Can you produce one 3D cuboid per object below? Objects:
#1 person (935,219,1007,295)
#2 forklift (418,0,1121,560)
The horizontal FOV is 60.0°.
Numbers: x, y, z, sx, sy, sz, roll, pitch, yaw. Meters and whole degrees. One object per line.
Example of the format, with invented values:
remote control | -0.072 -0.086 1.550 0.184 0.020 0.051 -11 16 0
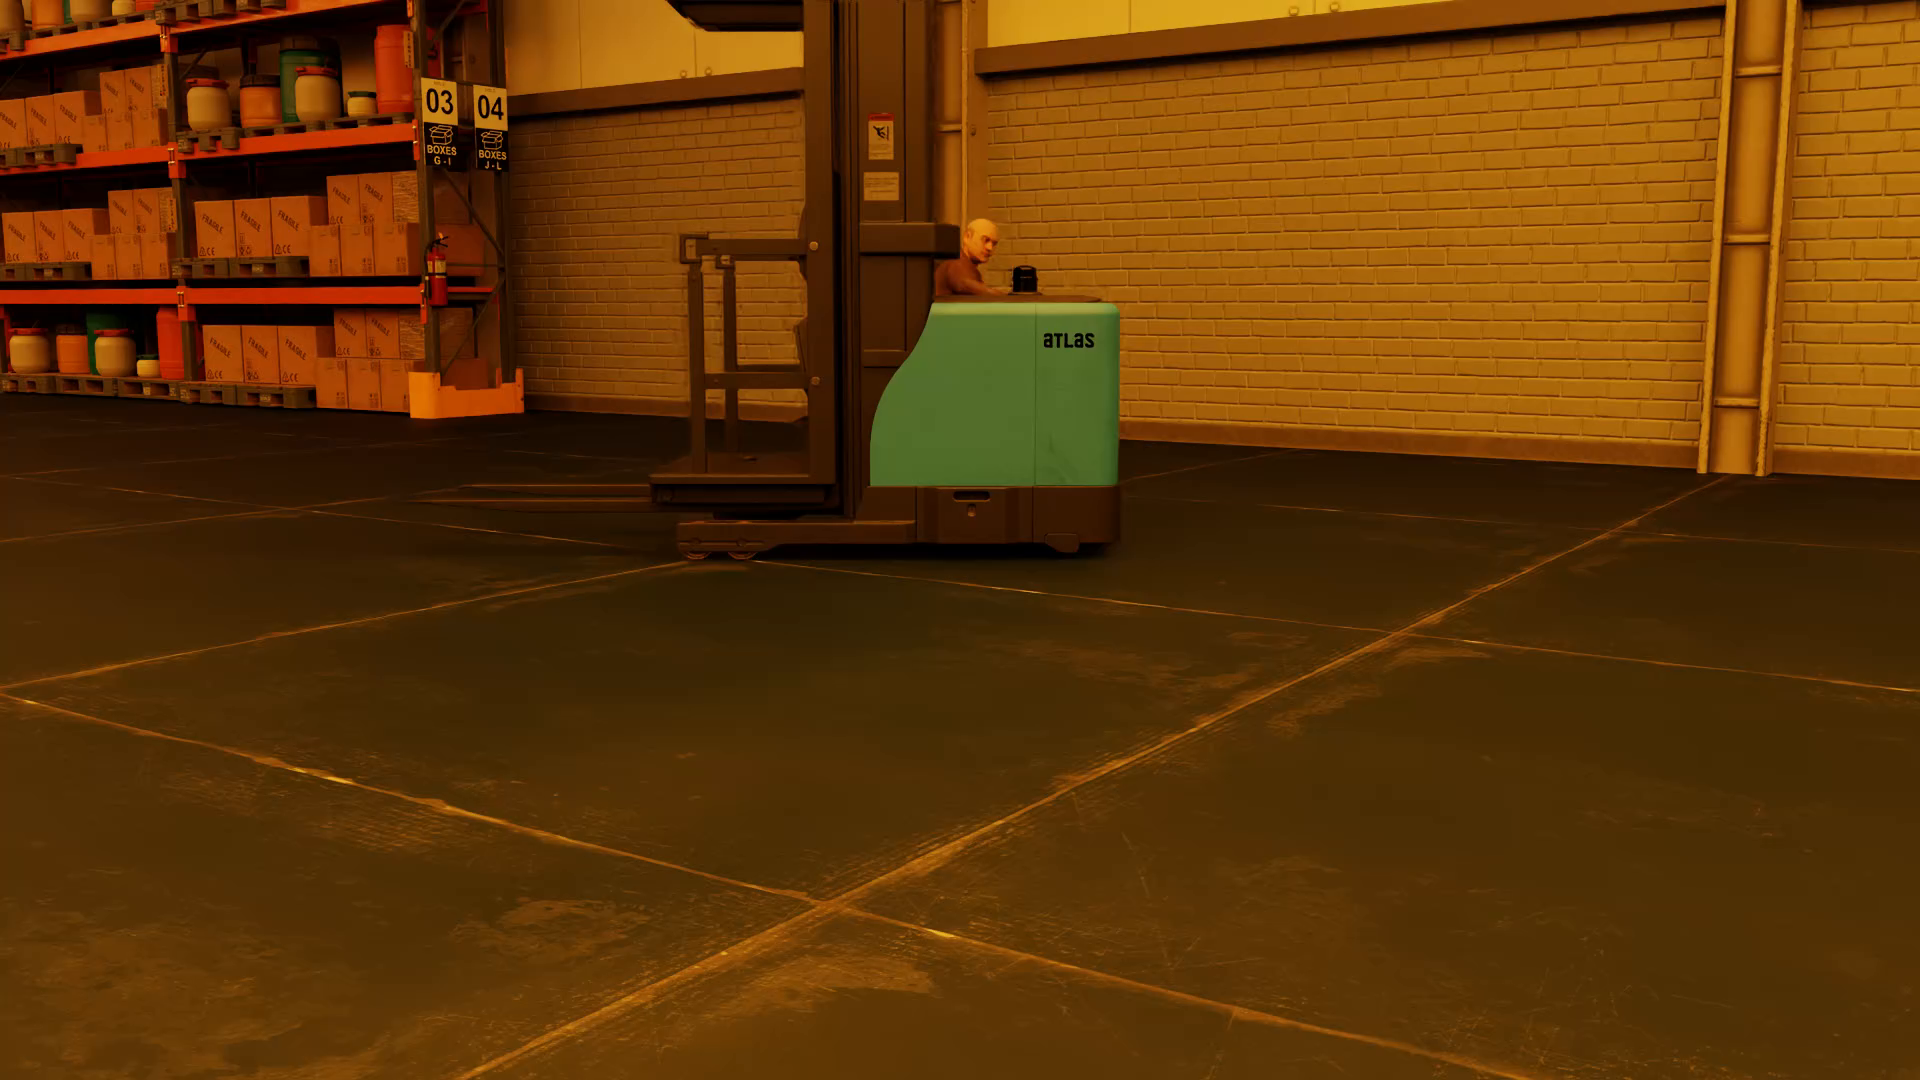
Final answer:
person | 0.182 -0.987 9.172 1.096 1.548 1.020 -6 10 -36
forklift | -0.828 -1.441 7.329 3.031 2.935 1.130 0 8 0
